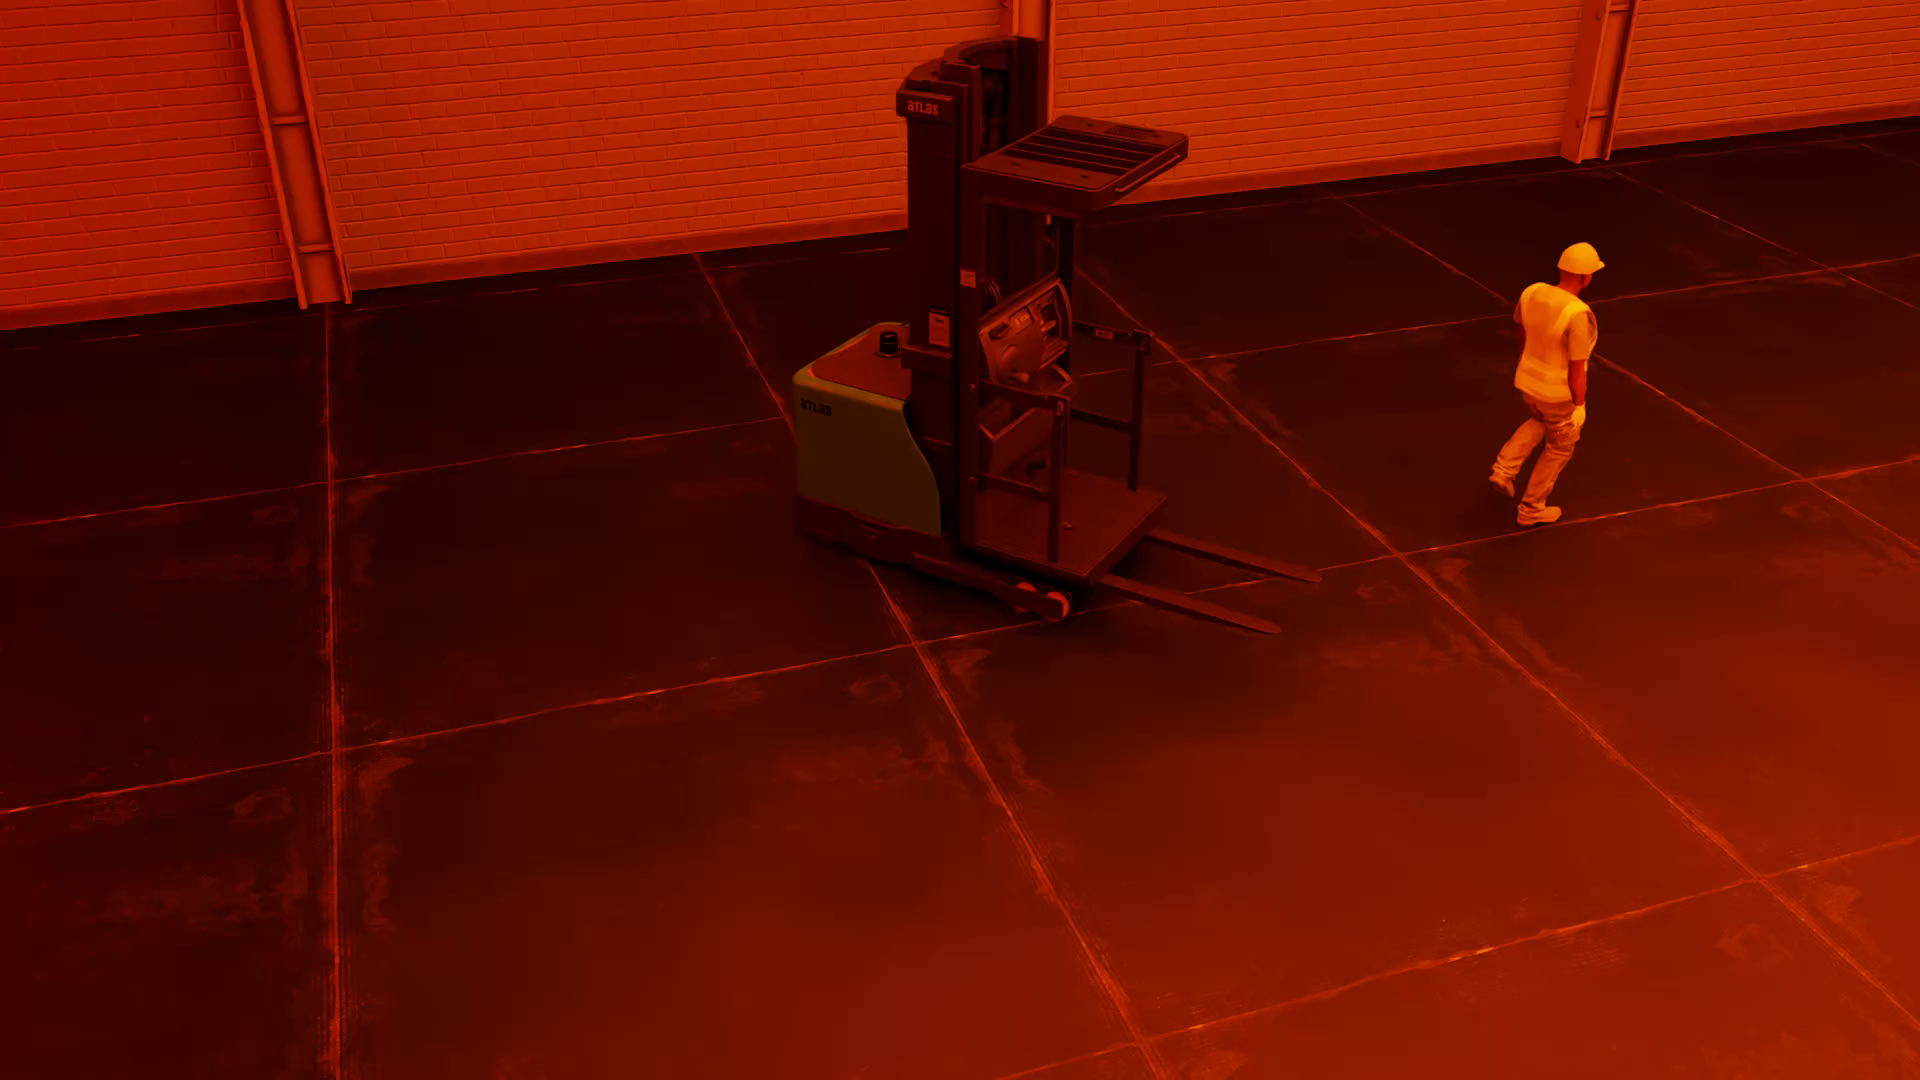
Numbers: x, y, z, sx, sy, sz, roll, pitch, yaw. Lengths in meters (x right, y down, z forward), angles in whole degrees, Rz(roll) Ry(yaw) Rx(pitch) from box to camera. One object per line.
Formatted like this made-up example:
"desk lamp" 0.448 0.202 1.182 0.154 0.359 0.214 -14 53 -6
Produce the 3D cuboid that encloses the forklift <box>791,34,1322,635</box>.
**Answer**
"forklift" 0.541 -1.118 9.030 3.031 2.935 1.130 17 34 27

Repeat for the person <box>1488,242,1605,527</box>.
"person" 3.530 -0.926 9.868 0.467 1.764 0.731 -13 32 -21
